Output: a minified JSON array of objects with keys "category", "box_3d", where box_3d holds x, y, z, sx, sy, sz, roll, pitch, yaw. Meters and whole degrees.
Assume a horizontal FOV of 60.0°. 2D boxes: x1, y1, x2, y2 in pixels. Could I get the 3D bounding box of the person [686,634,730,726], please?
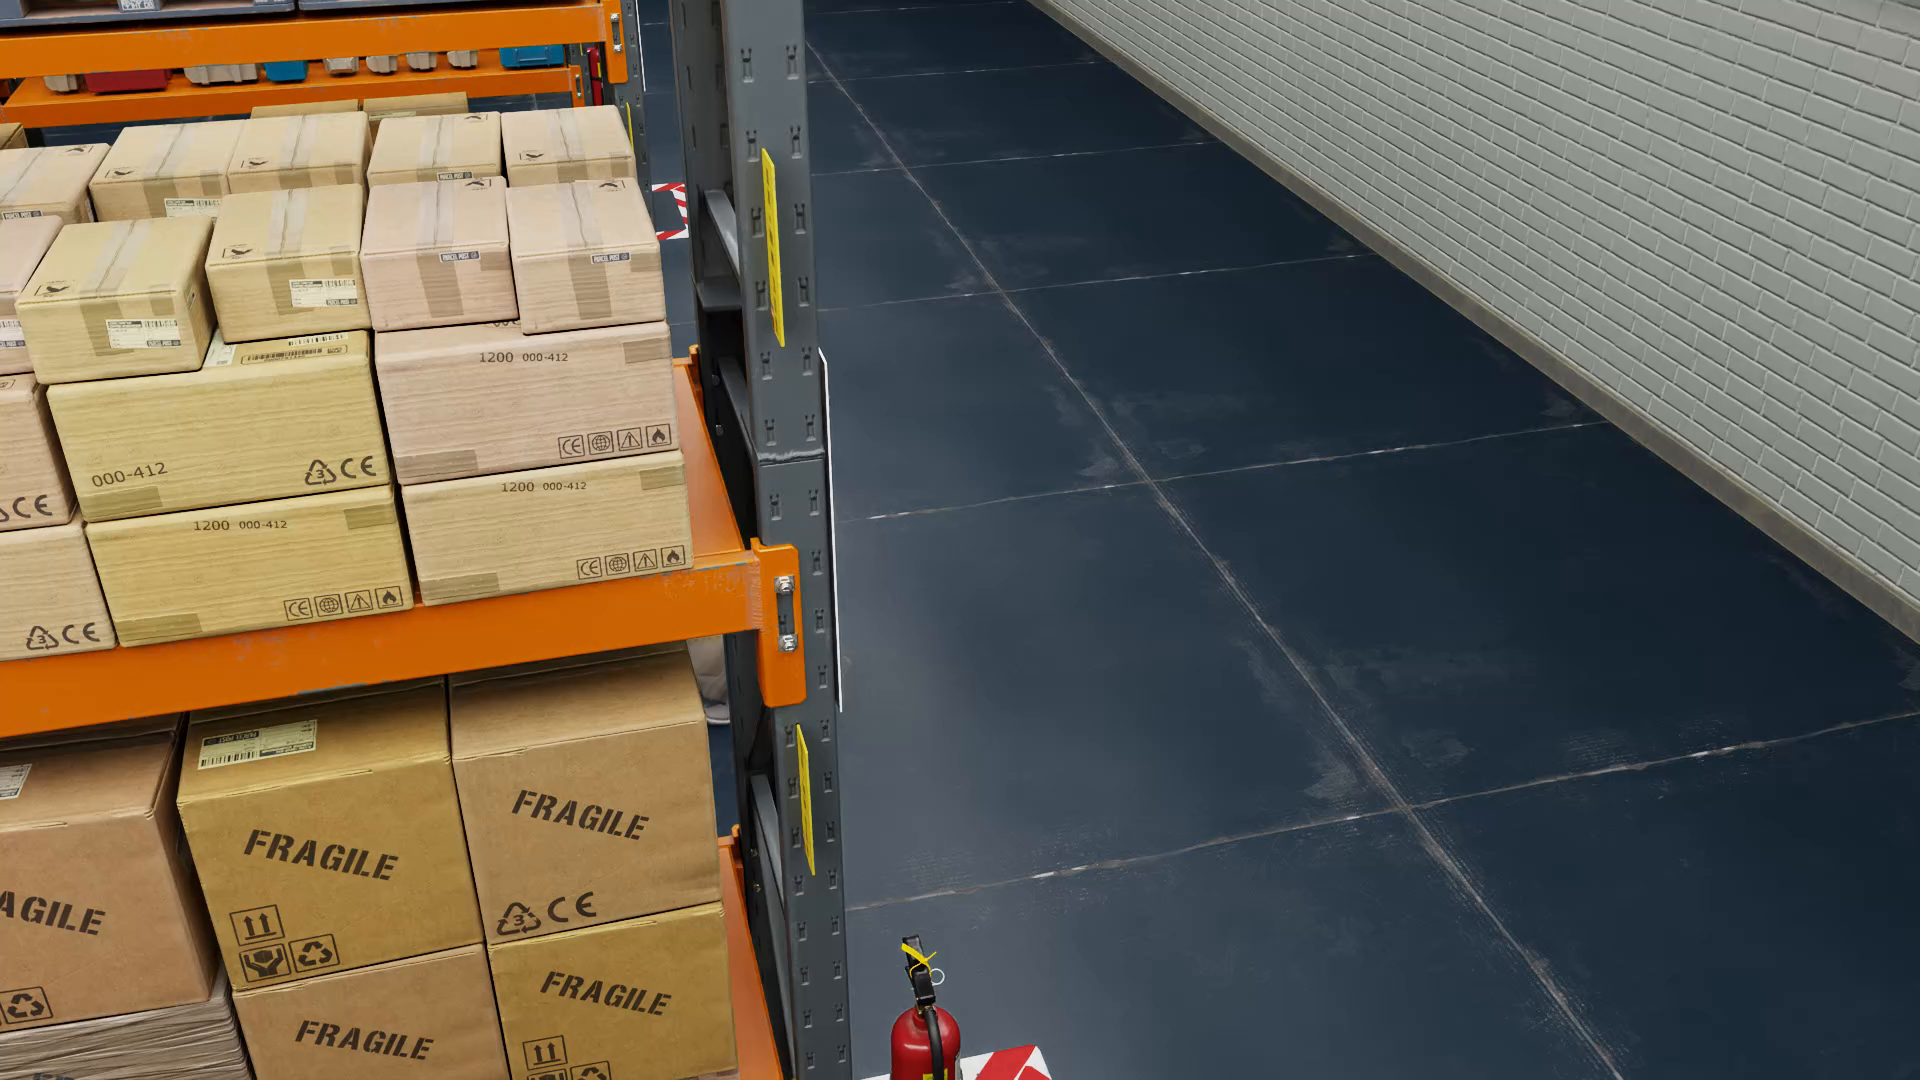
[{"category":"person","box_3d":[-1.164,0.332,7.340,0.870,0.972,0.557,-8,31,-13]}]
